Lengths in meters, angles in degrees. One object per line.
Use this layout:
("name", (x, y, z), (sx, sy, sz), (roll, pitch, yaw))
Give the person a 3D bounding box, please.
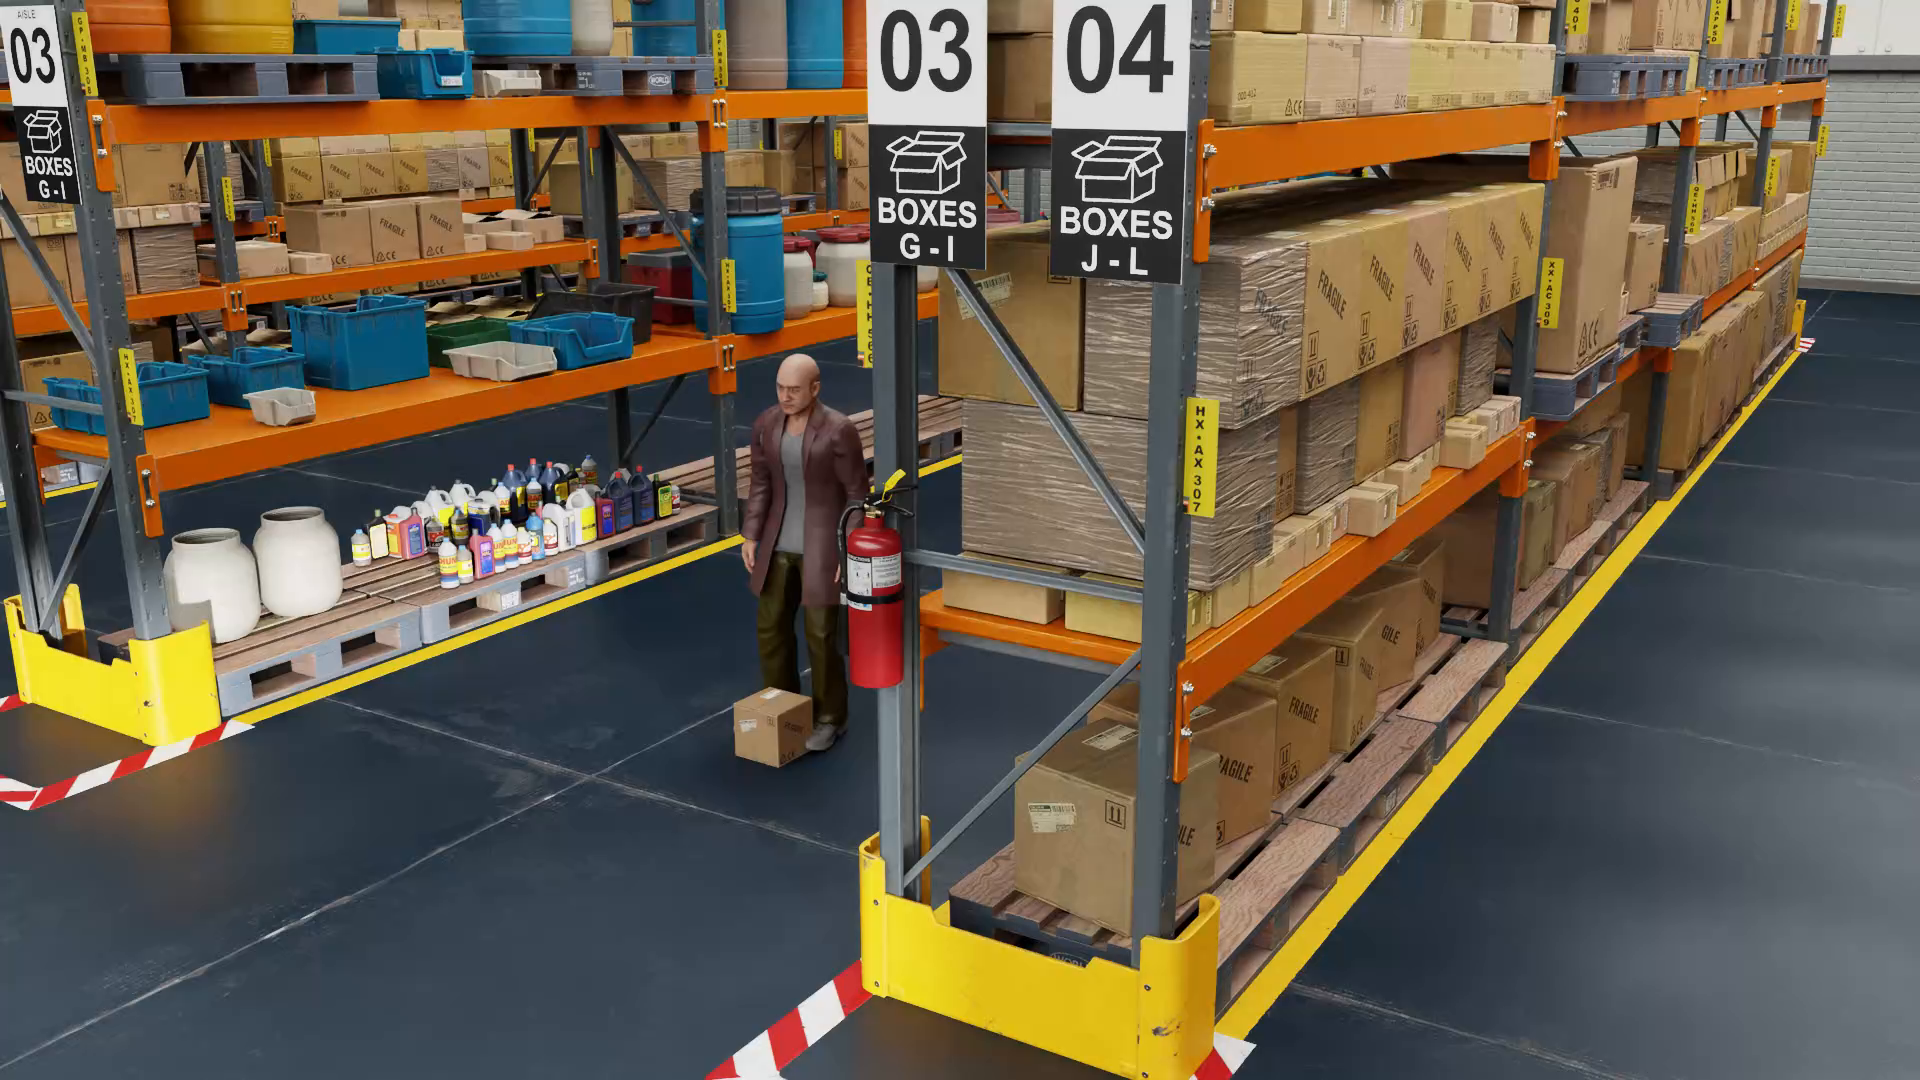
("person", (-0.695, 0.043, 7.412), (0.648, 1.772, 0.429), (8, 18, 27))
